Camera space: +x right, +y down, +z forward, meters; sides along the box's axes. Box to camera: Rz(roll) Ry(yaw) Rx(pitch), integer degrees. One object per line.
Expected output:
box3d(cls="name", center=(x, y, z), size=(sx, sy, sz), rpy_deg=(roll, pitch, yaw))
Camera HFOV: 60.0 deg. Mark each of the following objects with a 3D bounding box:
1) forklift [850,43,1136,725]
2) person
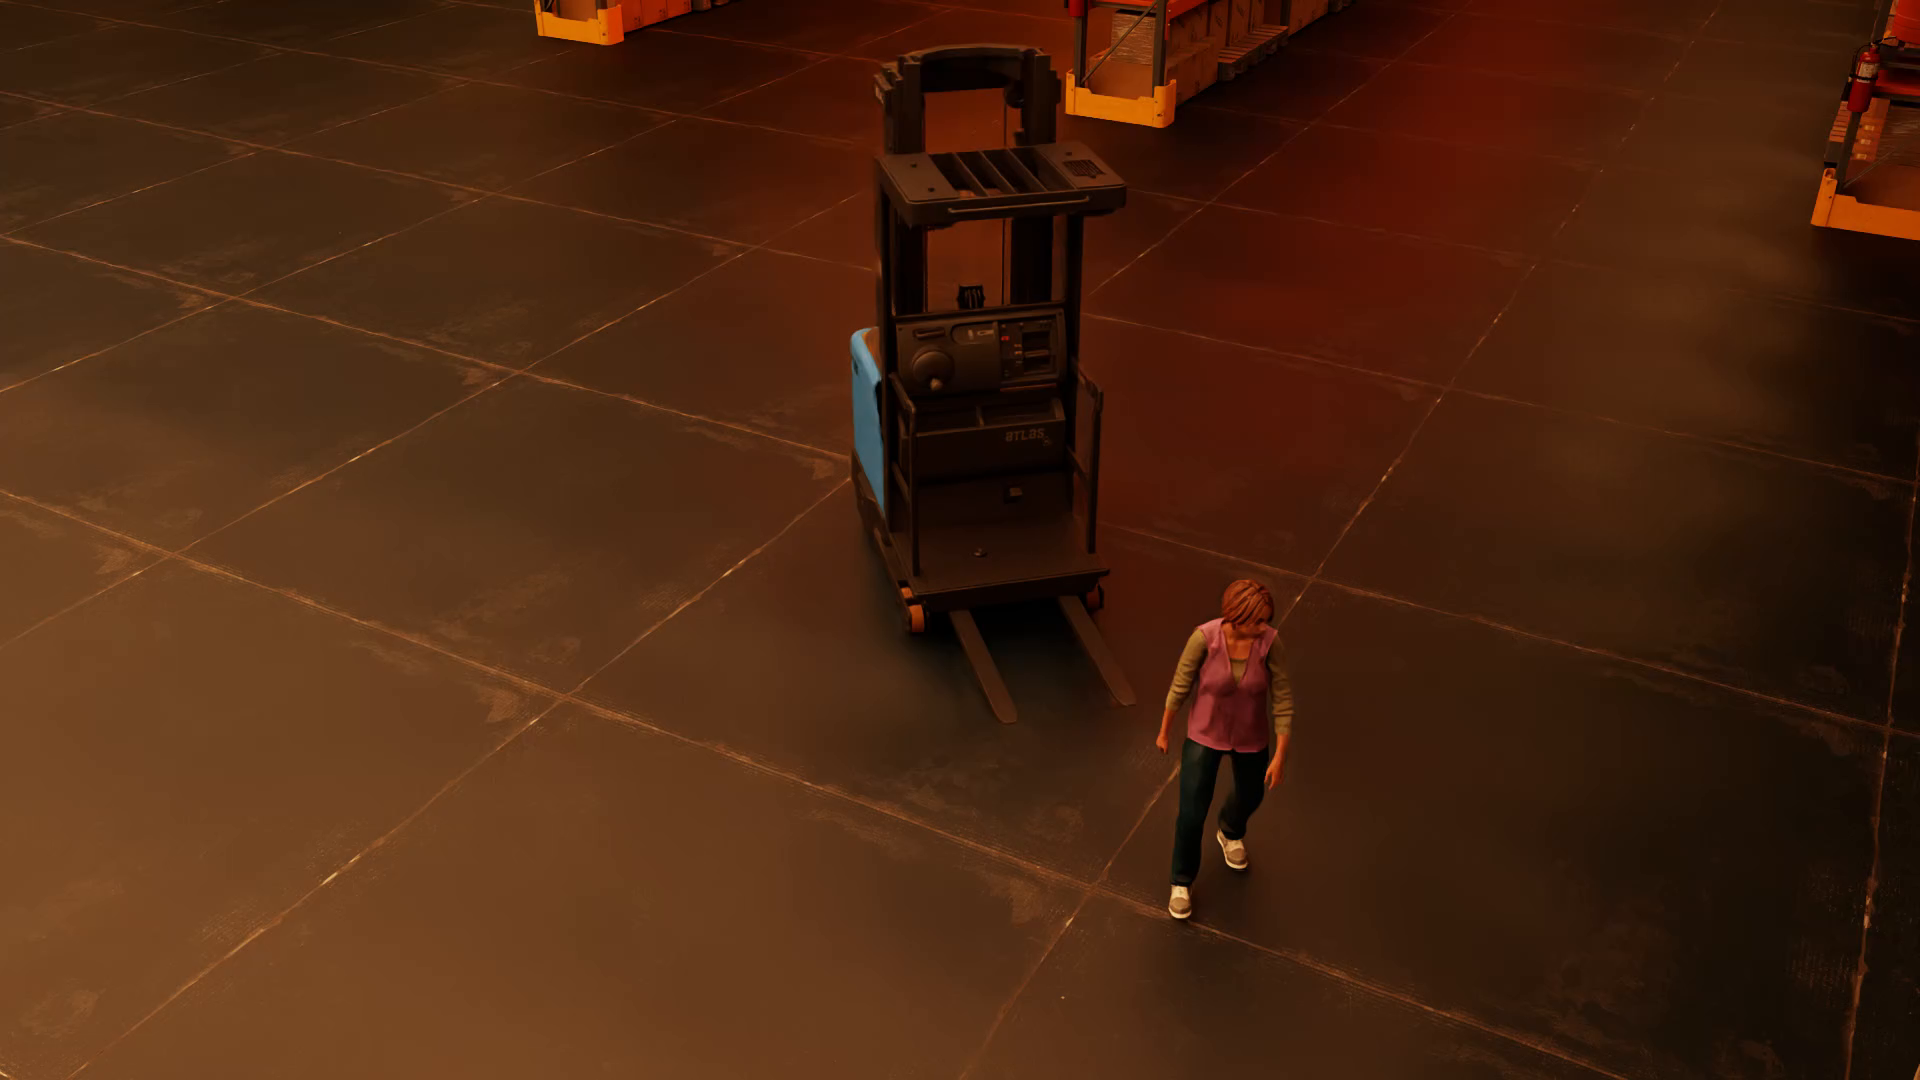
box3d(cls="forklift", center=(0.173, -0.963, 8.740), size=(1.130, 2.935, 3.031), rpy_deg=(-7, 31, -12))
box3d(cls="person", center=(1.101, 0.836, 7.014), size=(0.527, 1.549, 0.617), rpy_deg=(-2, 30, -3))
